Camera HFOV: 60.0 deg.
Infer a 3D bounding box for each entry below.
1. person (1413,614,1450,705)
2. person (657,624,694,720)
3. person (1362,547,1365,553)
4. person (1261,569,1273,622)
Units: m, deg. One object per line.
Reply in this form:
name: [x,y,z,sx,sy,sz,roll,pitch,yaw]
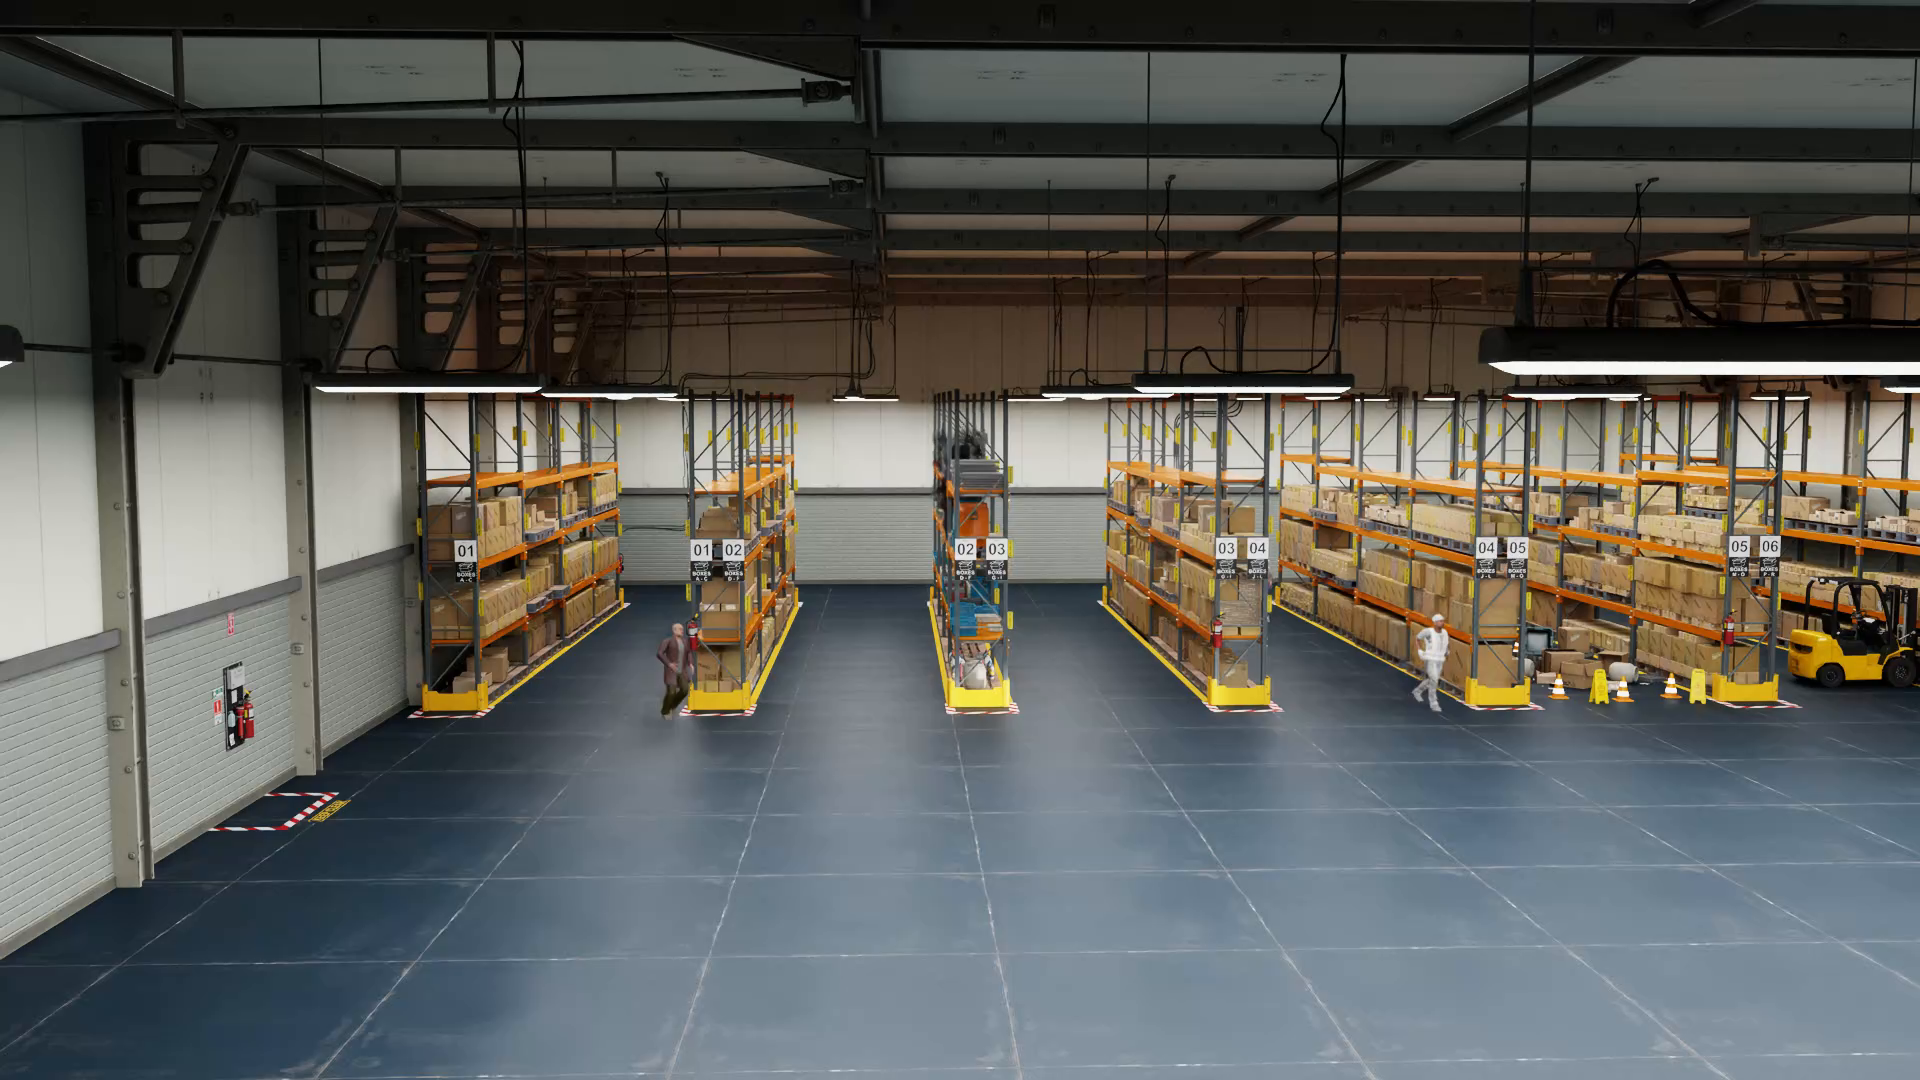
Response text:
person: [8.931,2.227,31.477,0.724,1.675,0.735,-2,5,-27]
person: [-5.133,2.393,30.229,0.785,1.735,0.557,-4,6,-41]
person: [11.202,1.007,46.452,0.676,1.656,0.683,-1,5,-9]
person: [8.030,1.337,43.982,0.546,1.595,0.878,0,5,-4]
